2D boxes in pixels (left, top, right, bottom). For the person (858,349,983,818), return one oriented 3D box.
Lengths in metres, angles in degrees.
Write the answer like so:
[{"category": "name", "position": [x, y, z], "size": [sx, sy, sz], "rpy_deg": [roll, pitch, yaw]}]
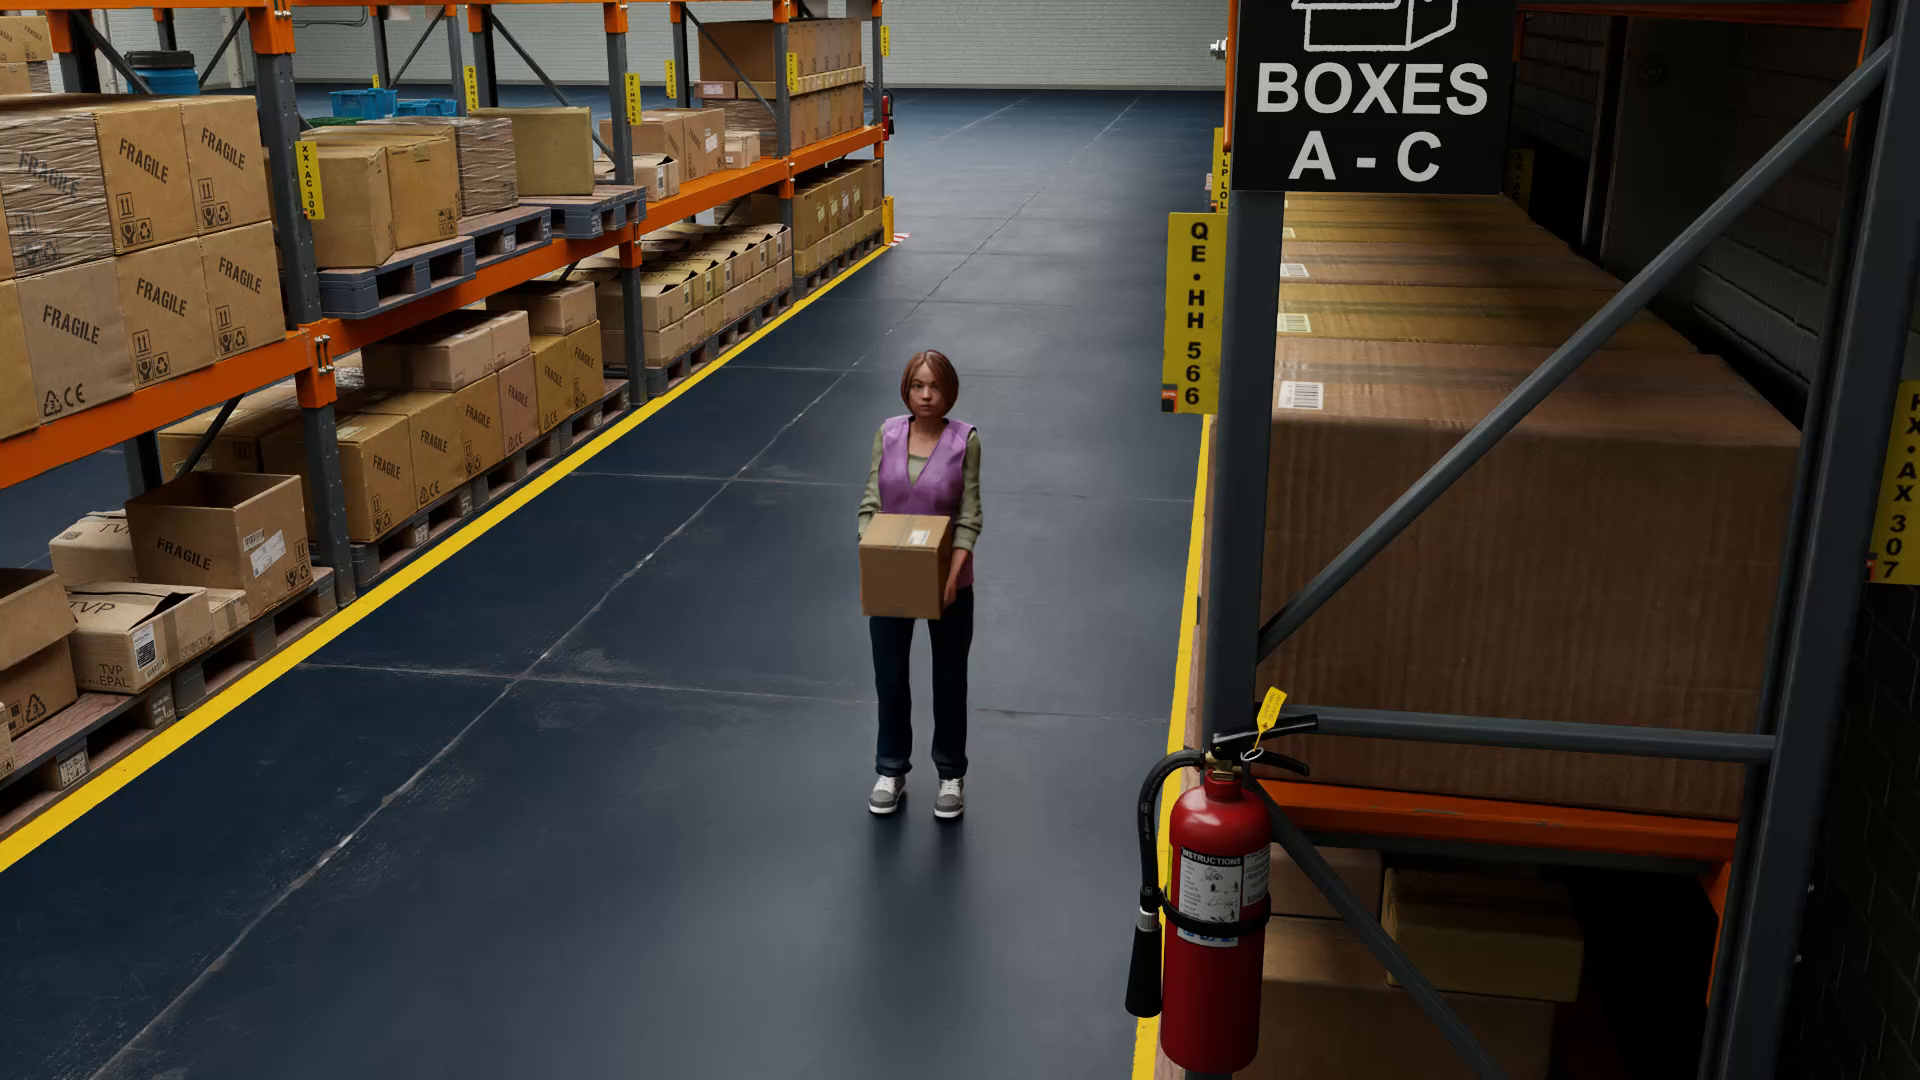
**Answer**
[{"category": "person", "position": [-0.132, 0.179, 5.524], "size": [0.412, 1.595, 0.486], "rpy_deg": [3, 18, 9]}]
